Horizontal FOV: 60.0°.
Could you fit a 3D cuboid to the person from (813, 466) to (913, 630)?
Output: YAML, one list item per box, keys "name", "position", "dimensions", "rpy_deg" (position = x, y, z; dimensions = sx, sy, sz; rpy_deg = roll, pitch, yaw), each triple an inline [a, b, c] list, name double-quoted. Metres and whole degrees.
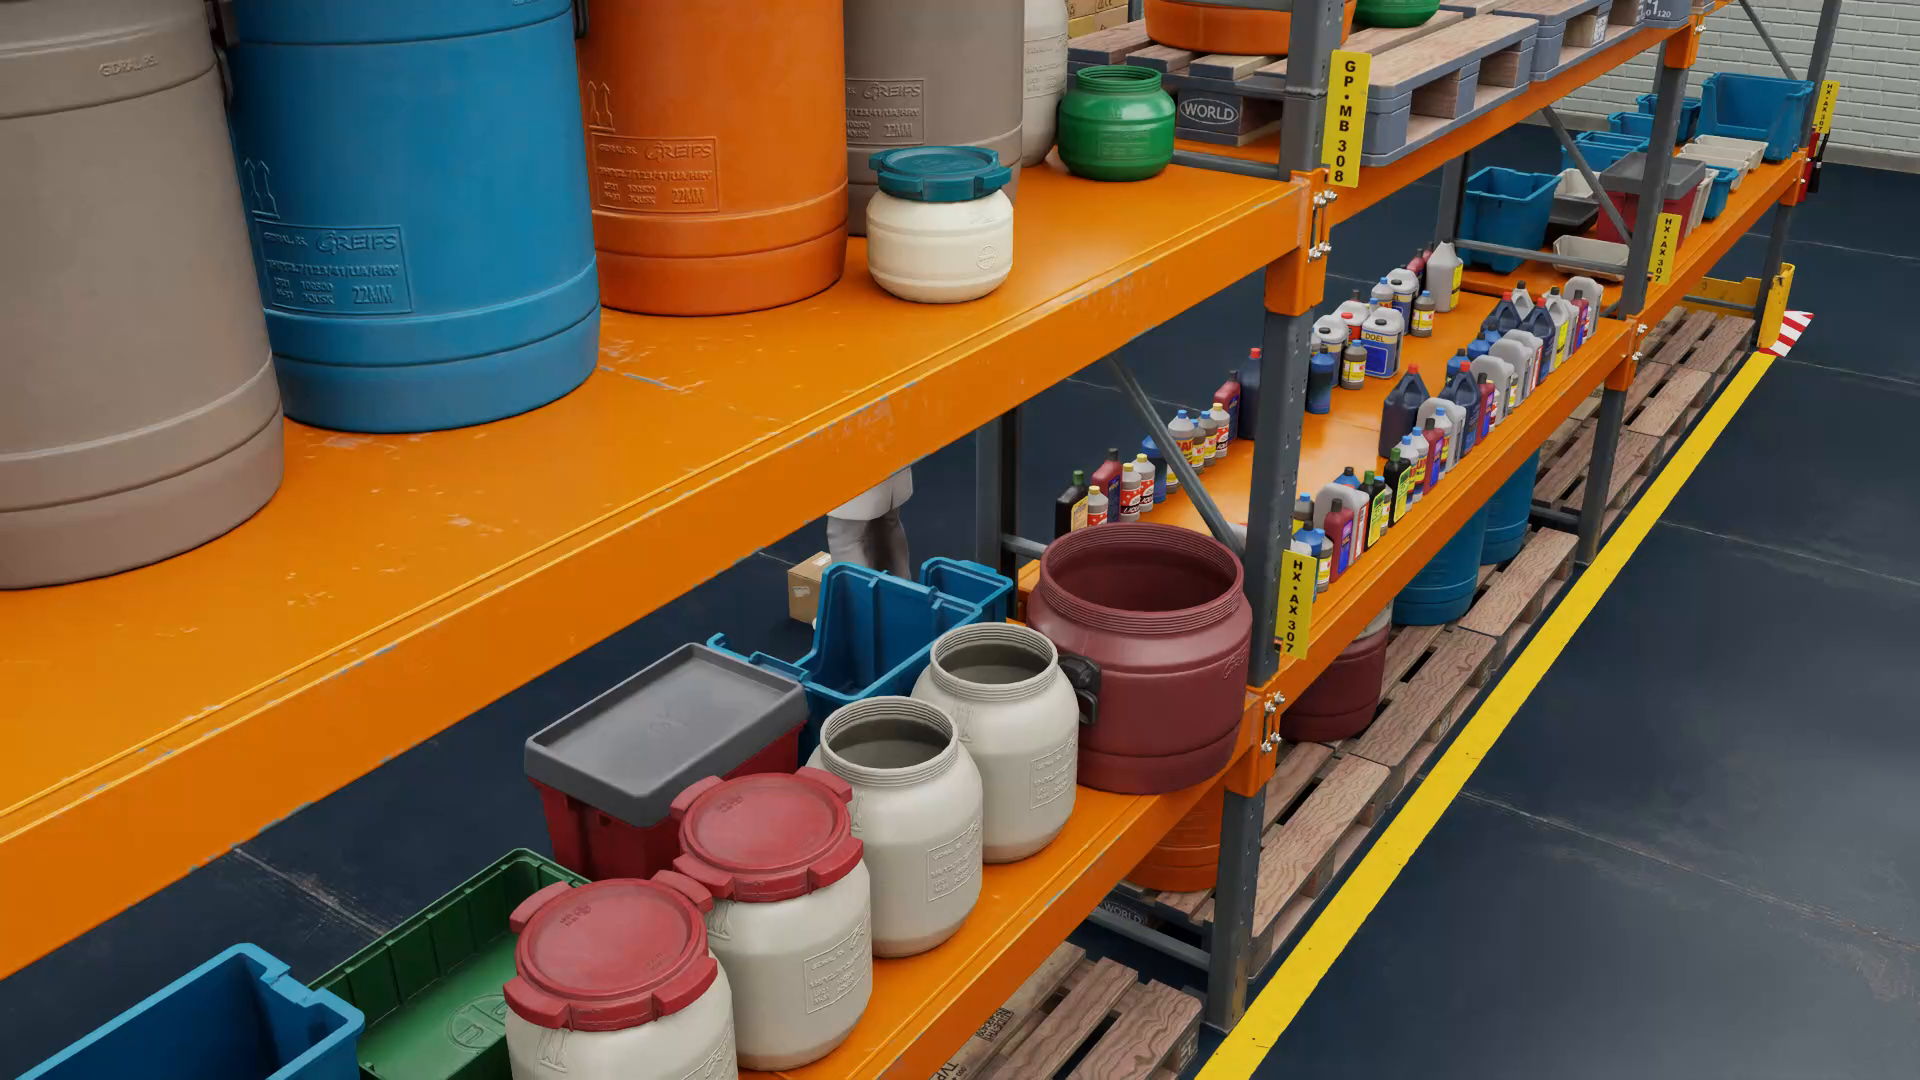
- name: "person"
  position: [-0.423, -0.384, 7.401]
  dimensions: [0.427, 1.773, 0.642]
  rpy_deg: [17, 31, 31]
